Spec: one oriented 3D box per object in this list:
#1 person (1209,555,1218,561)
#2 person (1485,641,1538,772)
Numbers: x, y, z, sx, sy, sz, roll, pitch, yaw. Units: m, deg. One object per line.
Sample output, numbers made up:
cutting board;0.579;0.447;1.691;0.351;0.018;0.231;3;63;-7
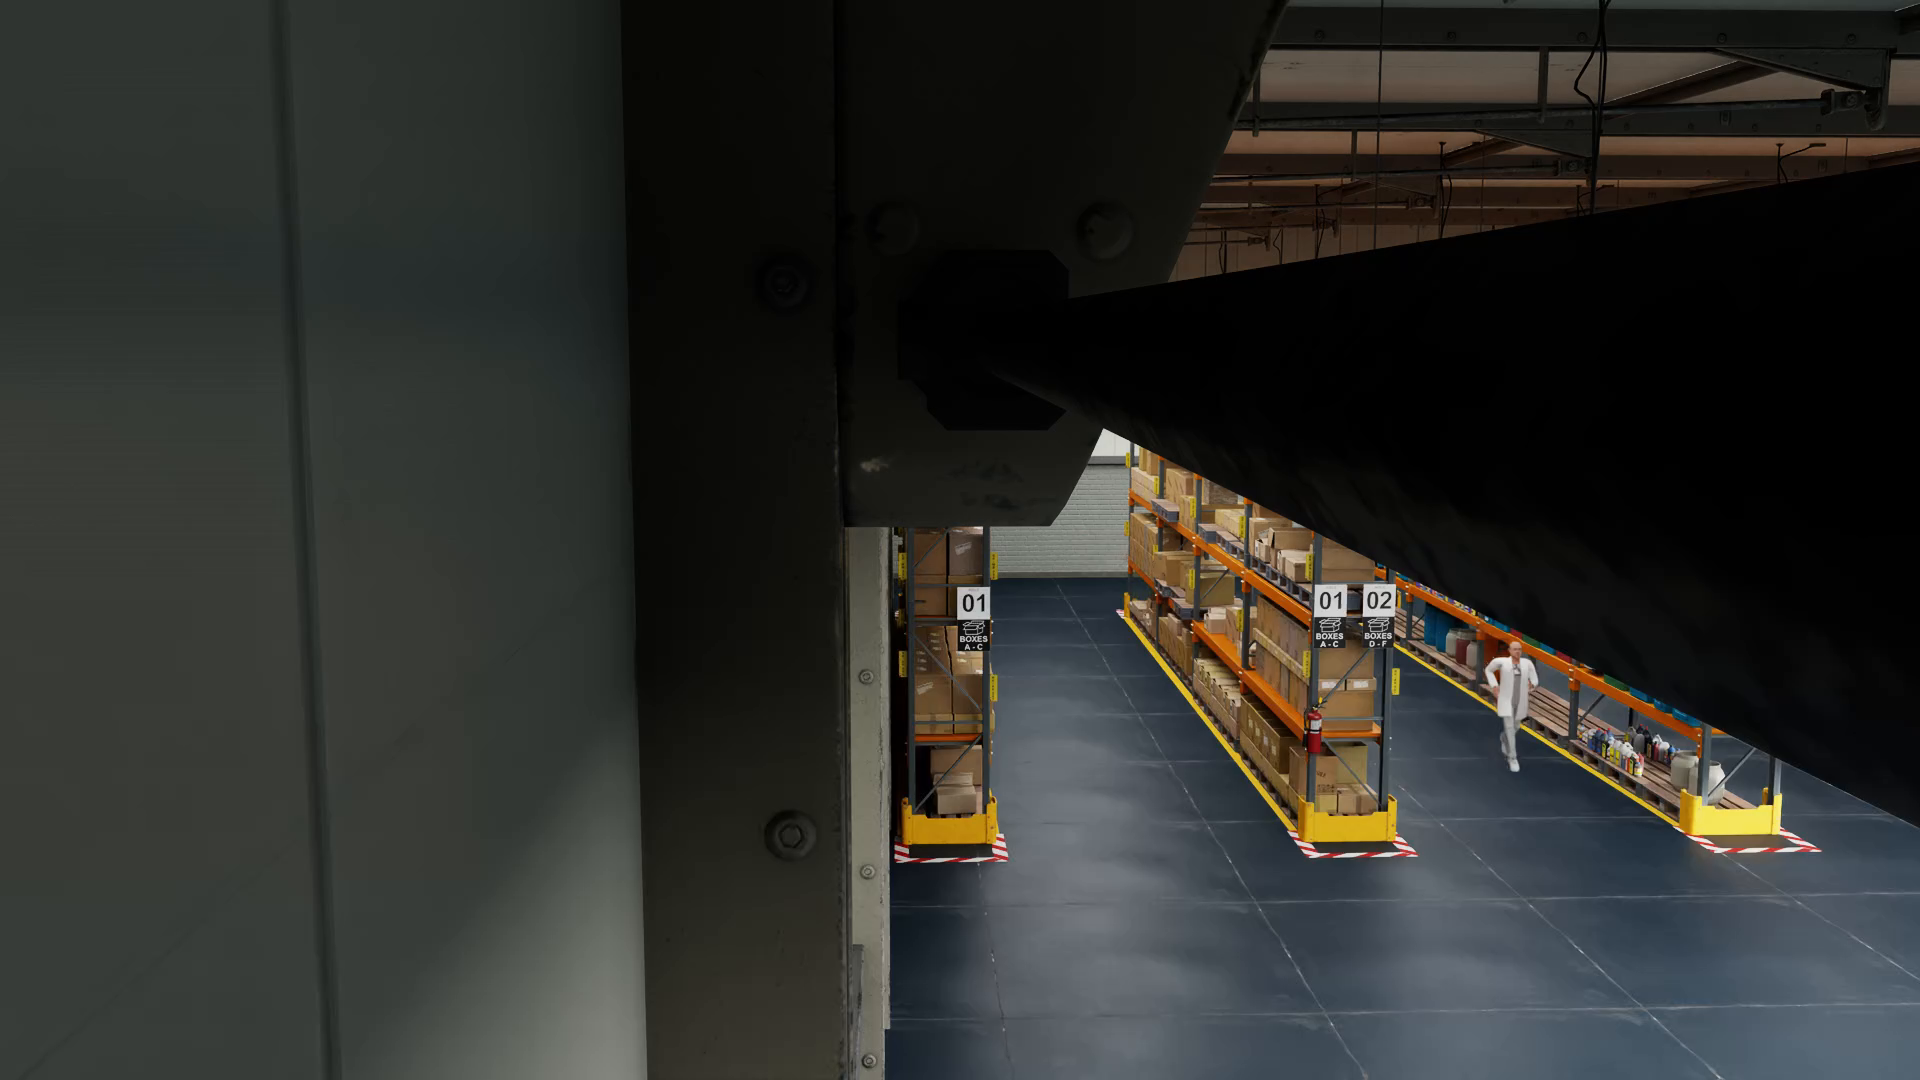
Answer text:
person;5.575;0.717;36.996;0.863;1.770;0.714;3;8;22
person;8.011;2.355;24.112;0.703;1.802;1.046;0;7;0
